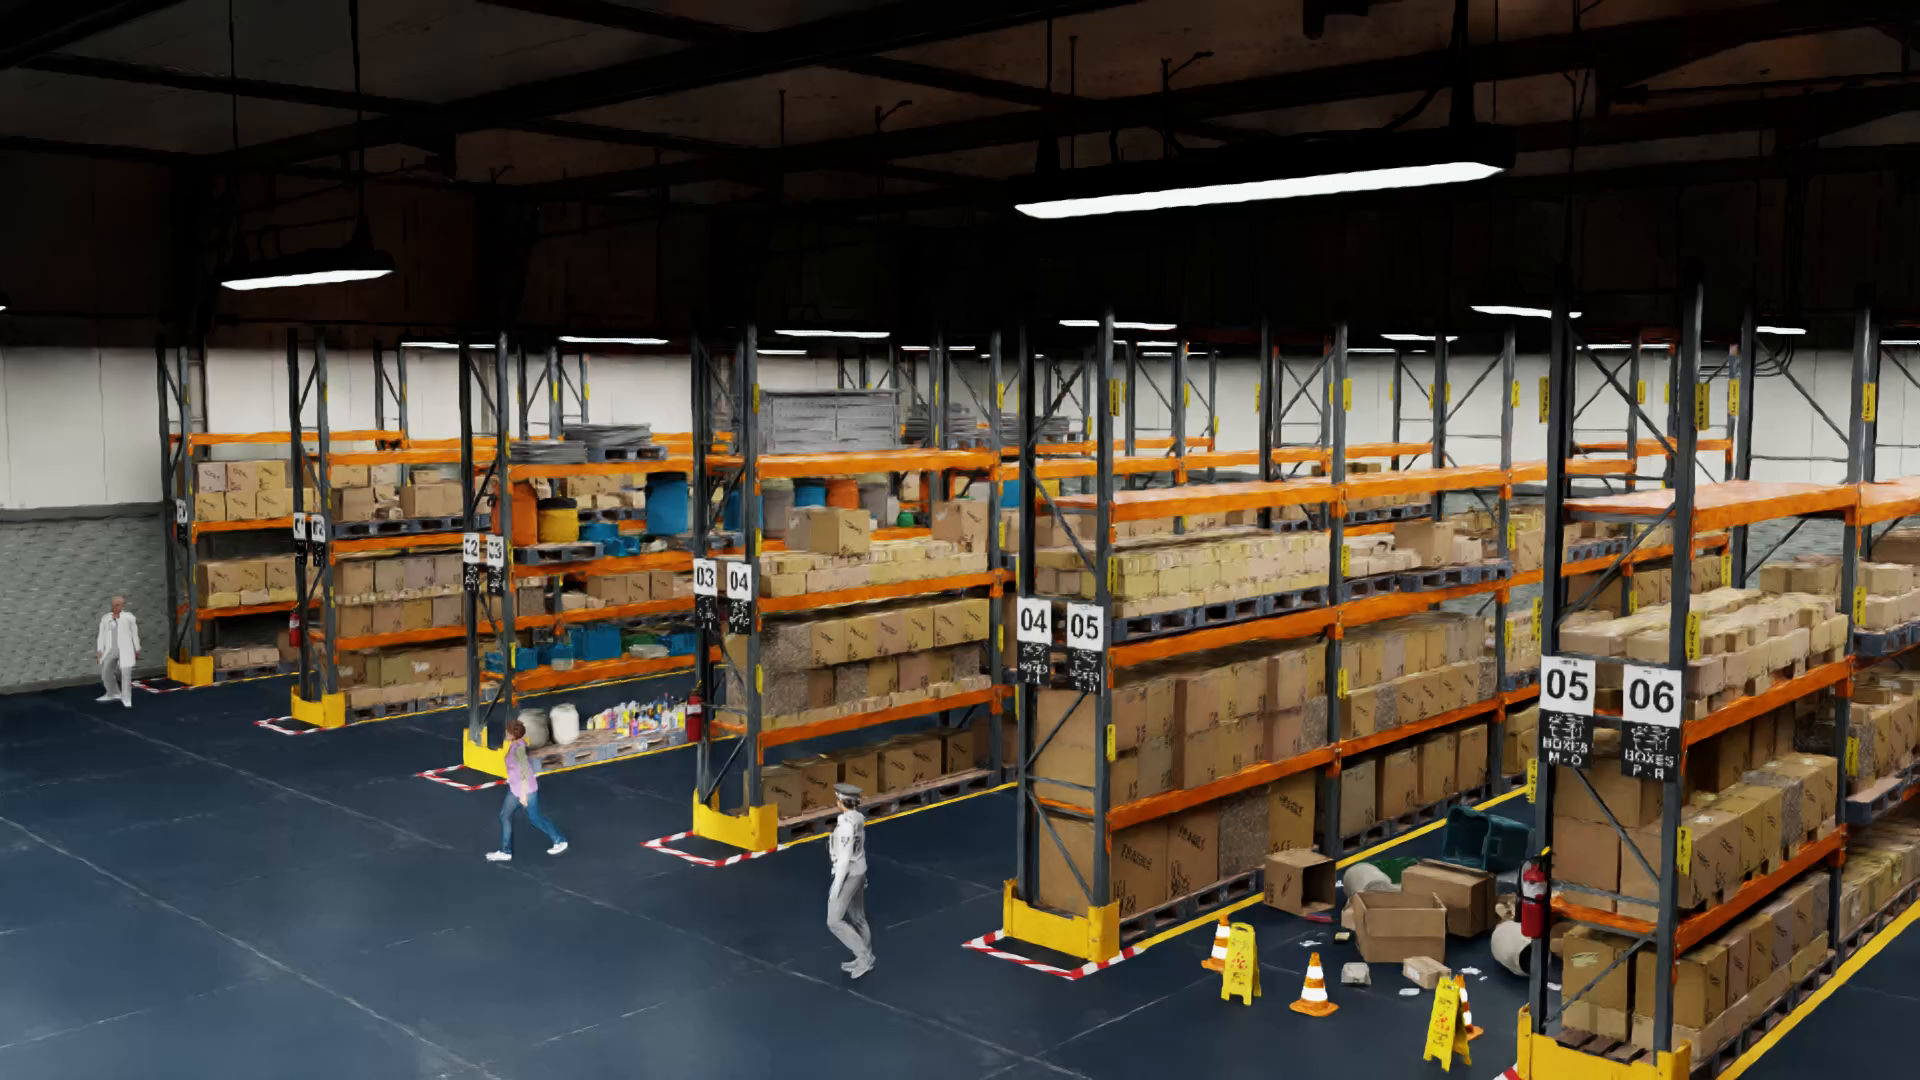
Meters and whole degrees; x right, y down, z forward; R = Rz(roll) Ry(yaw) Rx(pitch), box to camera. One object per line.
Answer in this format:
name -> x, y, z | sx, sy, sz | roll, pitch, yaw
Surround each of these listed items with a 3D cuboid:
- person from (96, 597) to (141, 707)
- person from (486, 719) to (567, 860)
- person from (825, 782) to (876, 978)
person -> -13.567, 1.781, 26.686 | 0.782, 1.770, 0.539 | 0, 5, 0
person -> -4.691, 2.694, 18.005 | 0.849, 1.542, 0.437 | -3, 6, -30
person -> -0.939, 2.970, 14.525 | 0.439, 1.654, 0.630 | 1, 5, 10
